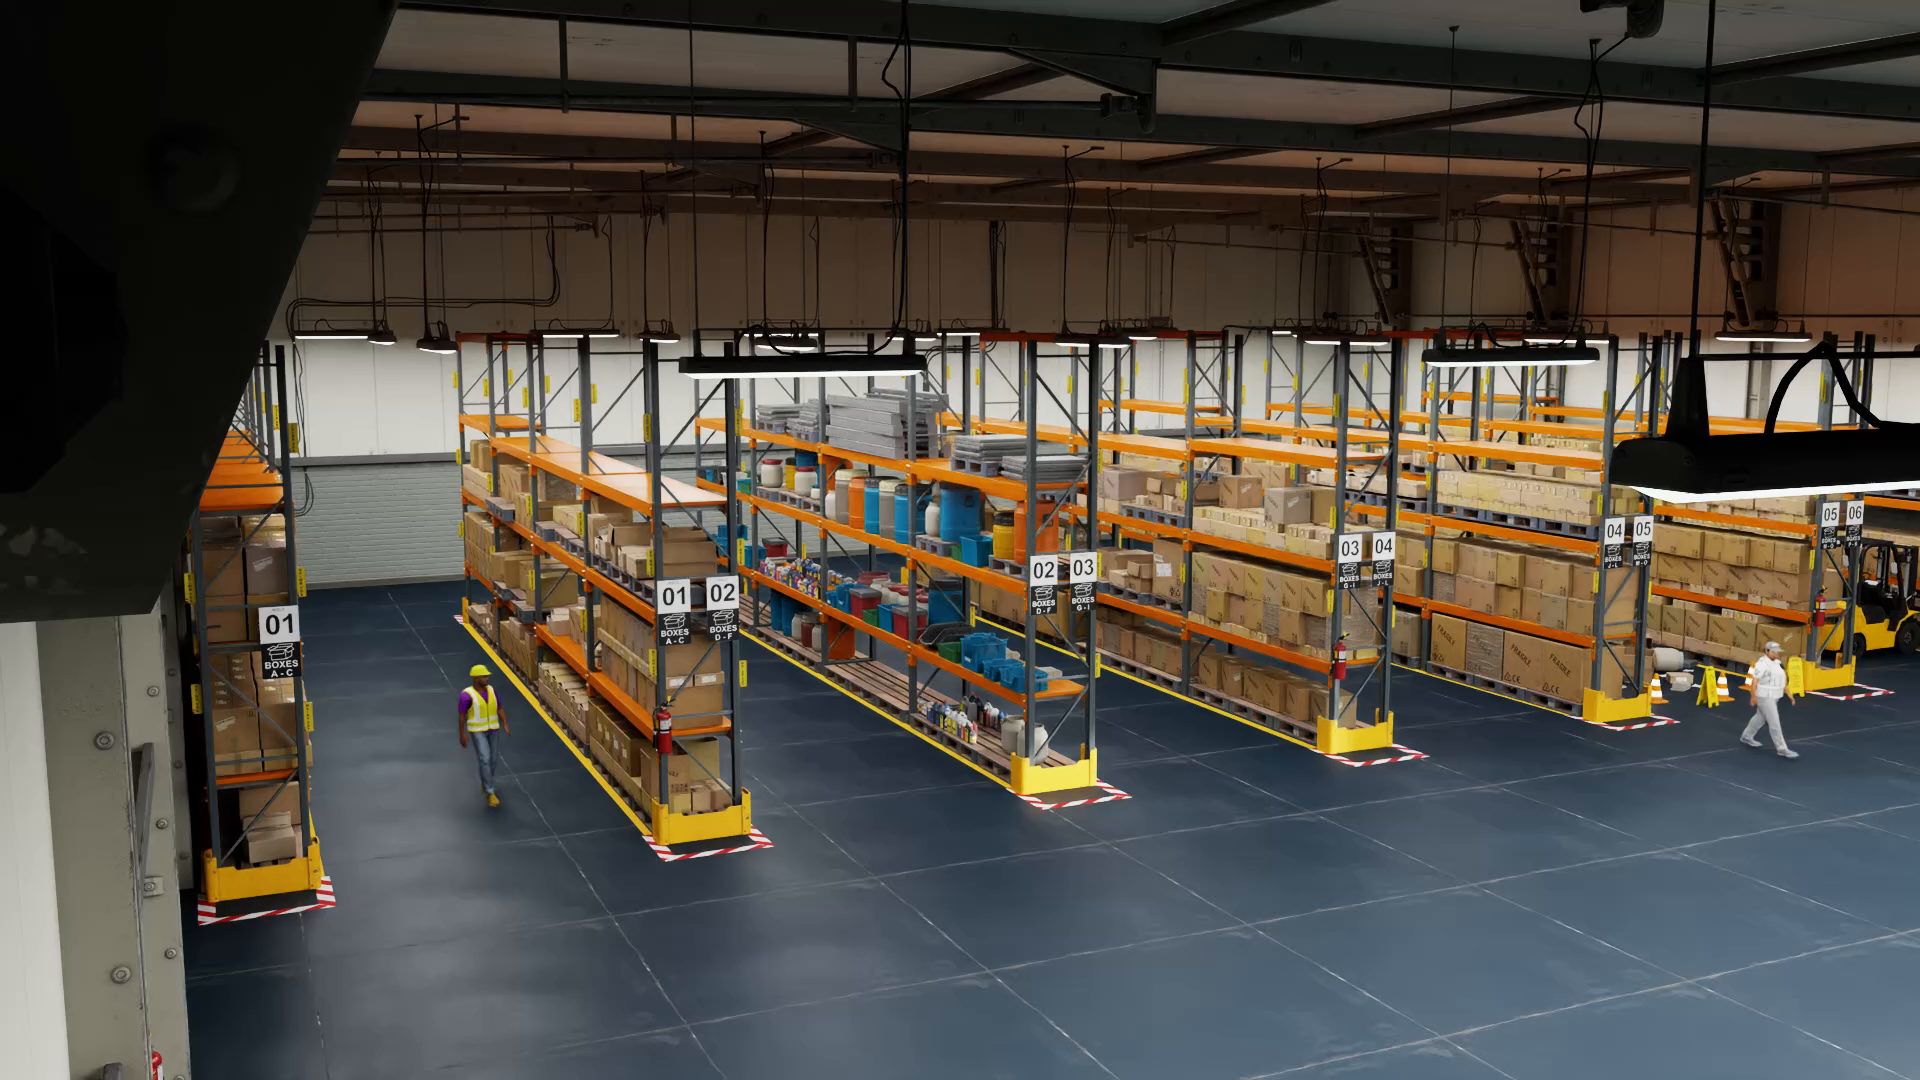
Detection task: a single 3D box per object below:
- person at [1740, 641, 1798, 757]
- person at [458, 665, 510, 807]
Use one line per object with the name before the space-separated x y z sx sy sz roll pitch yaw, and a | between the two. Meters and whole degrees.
person | 11.783 2.269 24.107 0.502 1.611 0.967 -5 9 -33
person | -6.178 2.545 21.840 0.782 1.762 0.601 7 10 42
